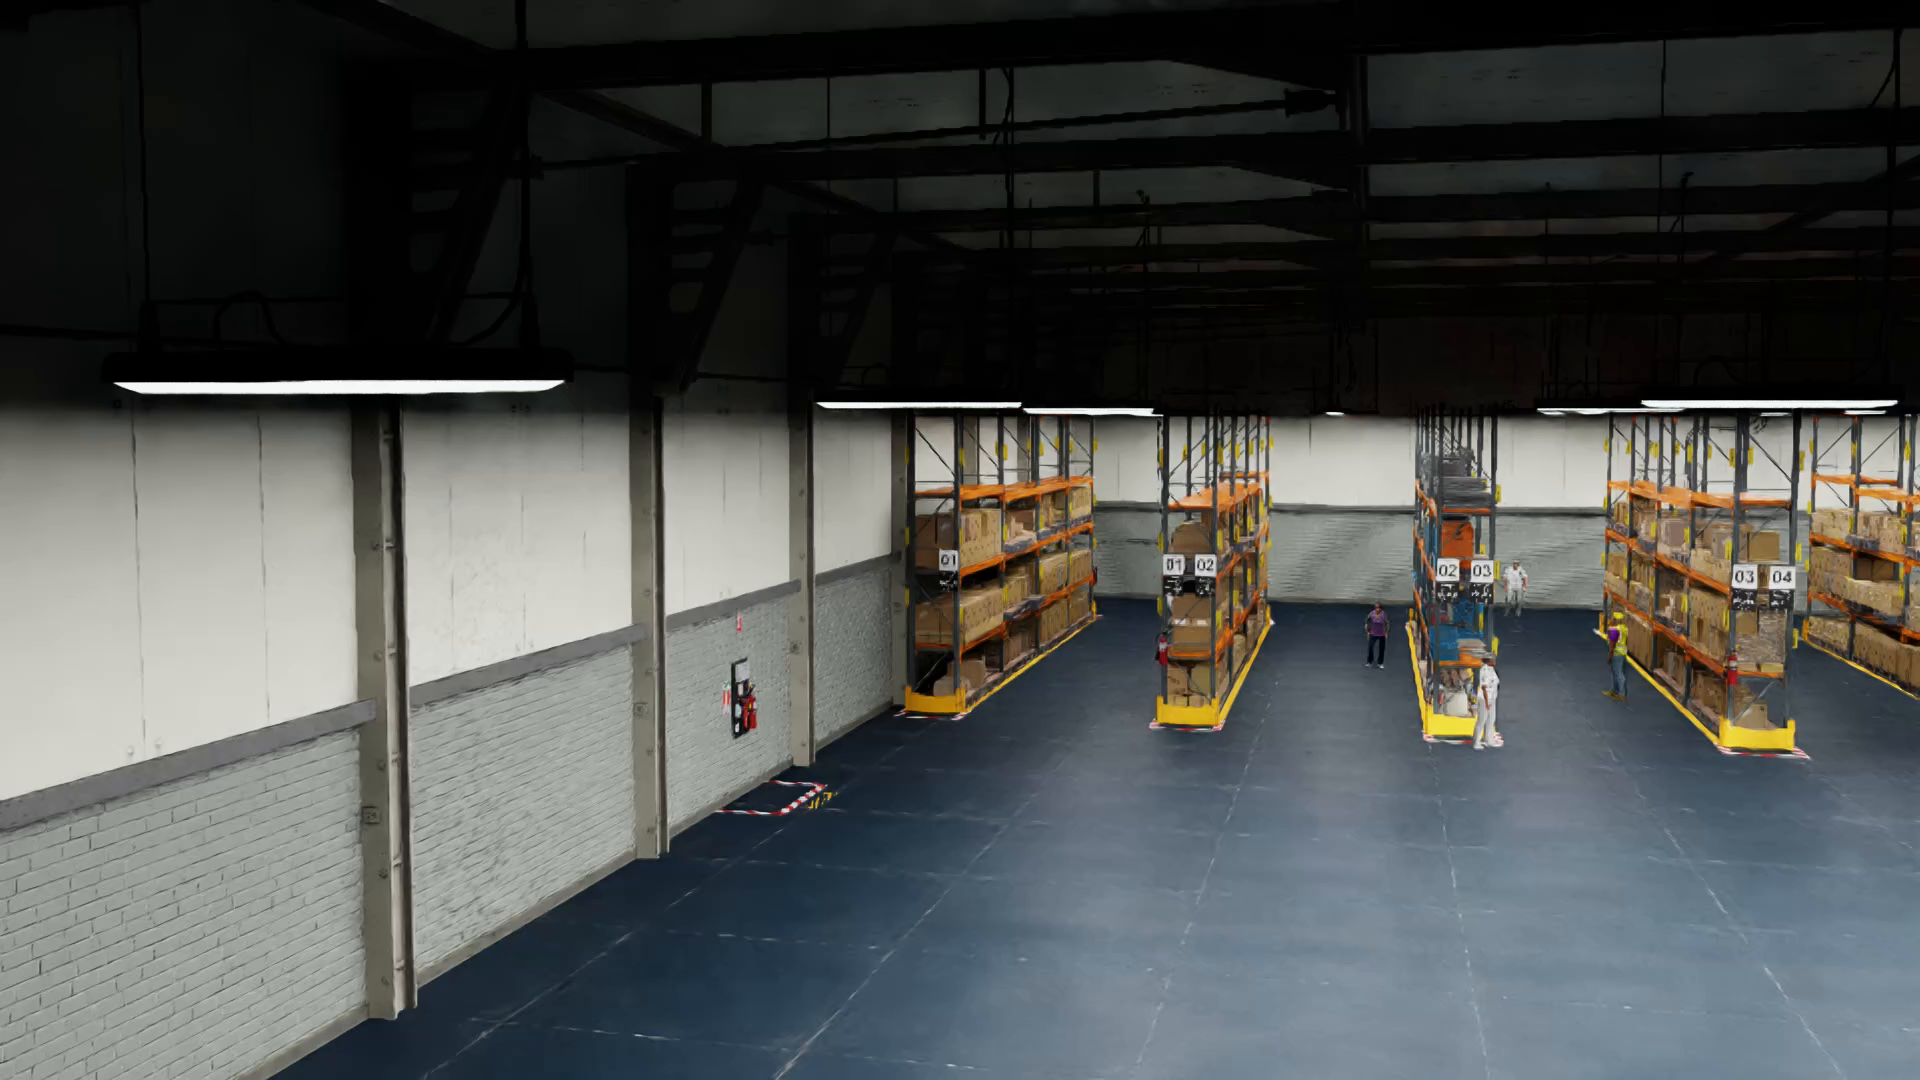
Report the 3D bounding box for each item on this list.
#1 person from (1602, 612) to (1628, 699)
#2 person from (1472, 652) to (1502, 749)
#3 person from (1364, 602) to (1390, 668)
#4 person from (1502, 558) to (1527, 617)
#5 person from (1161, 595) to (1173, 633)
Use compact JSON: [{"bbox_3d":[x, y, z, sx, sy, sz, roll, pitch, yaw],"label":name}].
[{"bbox_3d":[13.448,2.344,34.105,0.581,1.763,0.671,3,5,40],"label":"person"},{"bbox_3d":[9.165,2.772,28.921,0.402,1.678,0.569,3,5,36],"label":"person"},{"bbox_3d":[9.581,2.186,38.209,0.566,1.526,0.519,1,4,12],"label":"person"},{"bbox_3d":[16.043,1.371,48.100,0.682,1.715,0.536,1,4,12],"label":"person"},{"bbox_3d":[5.542,1.658,44.369,0.414,1.675,0.518,-1,4,-14],"label":"person"}]
